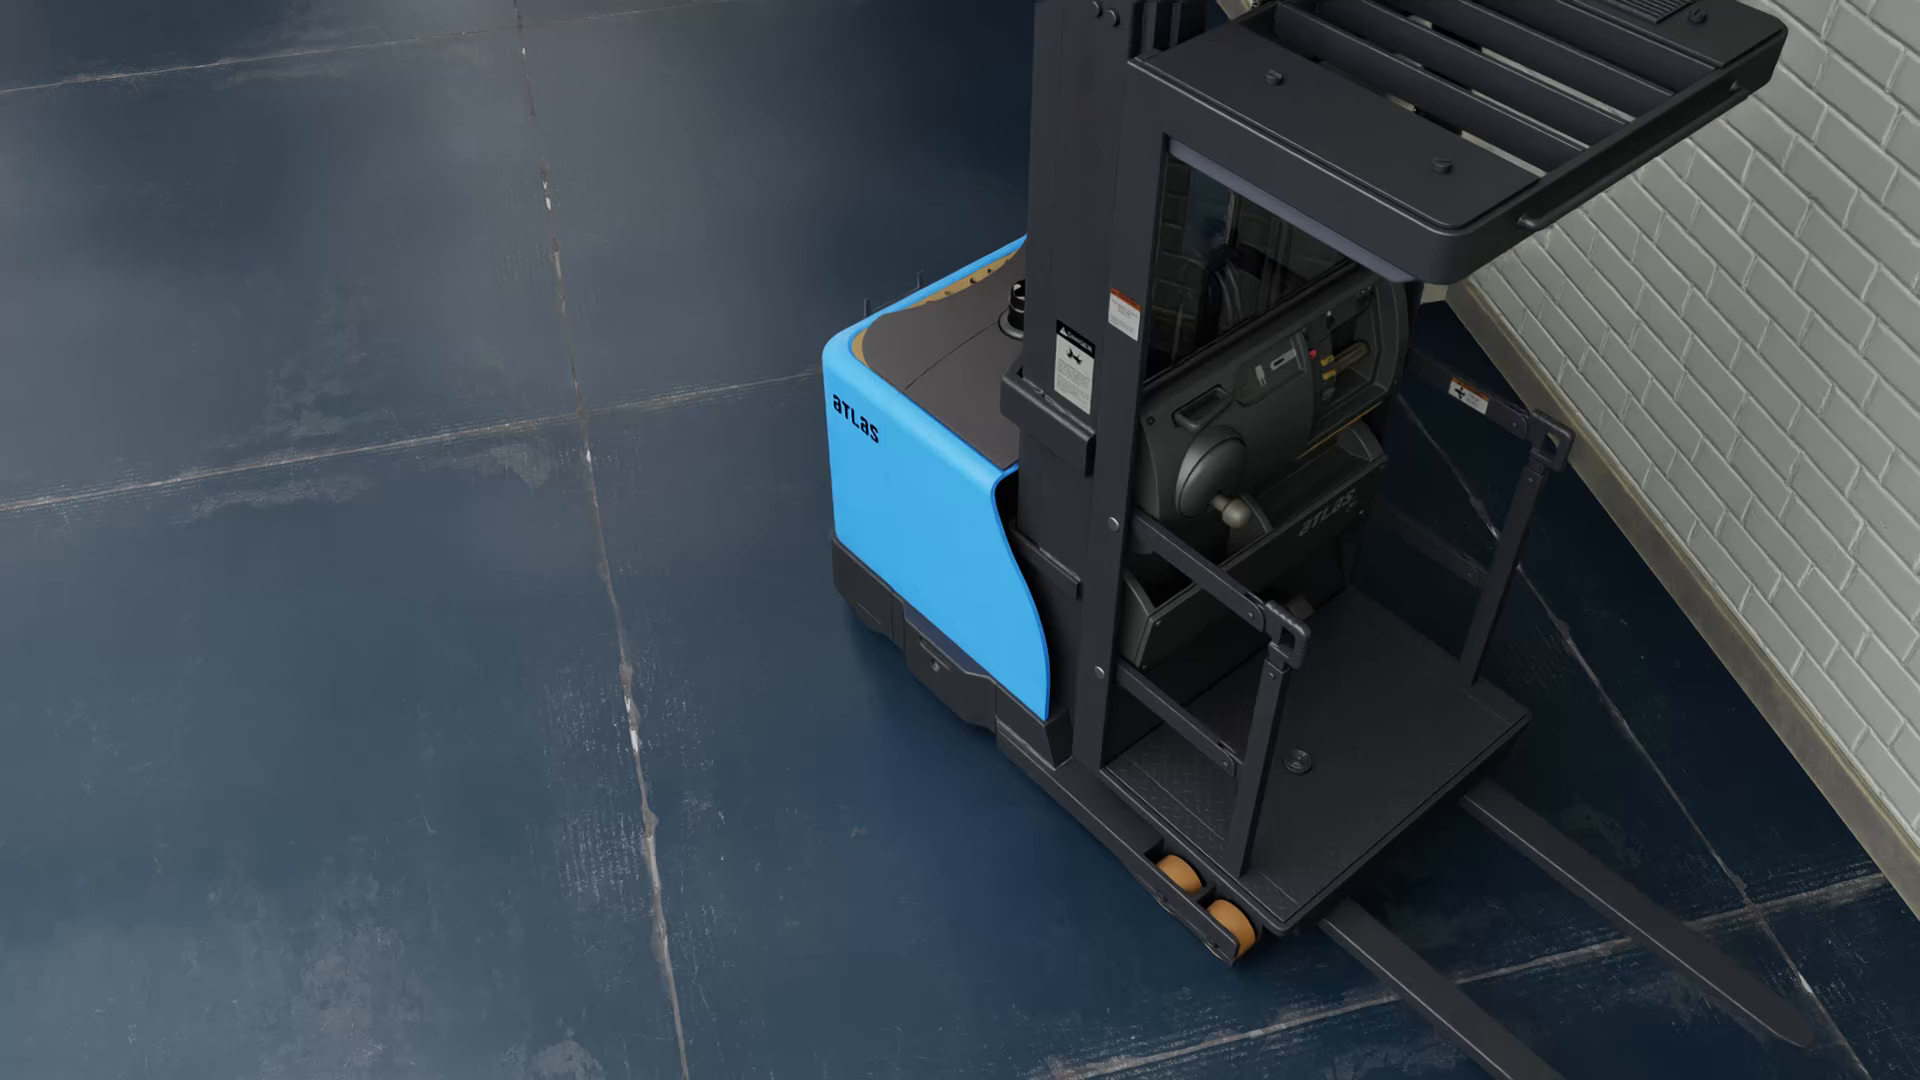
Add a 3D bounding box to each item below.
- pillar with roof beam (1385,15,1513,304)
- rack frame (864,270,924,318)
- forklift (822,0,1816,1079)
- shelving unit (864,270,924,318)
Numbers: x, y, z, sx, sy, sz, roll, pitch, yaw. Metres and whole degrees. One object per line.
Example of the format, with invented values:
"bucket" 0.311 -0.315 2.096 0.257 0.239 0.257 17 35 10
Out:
"pillar with roof beam" -2.373 -3.446 2.827 9.100 9.000 0.400 -11 47 -10
"rack frame" -0.209 -0.495 5.605 0.240 0.900 0.006 -32 53 -27
"forklift" 0.926 -0.279 3.971 1.130 2.935 3.031 -32 53 -27
"shelving unit" -0.142 -0.441 5.552 0.258 0.900 0.210 -32 53 -27
